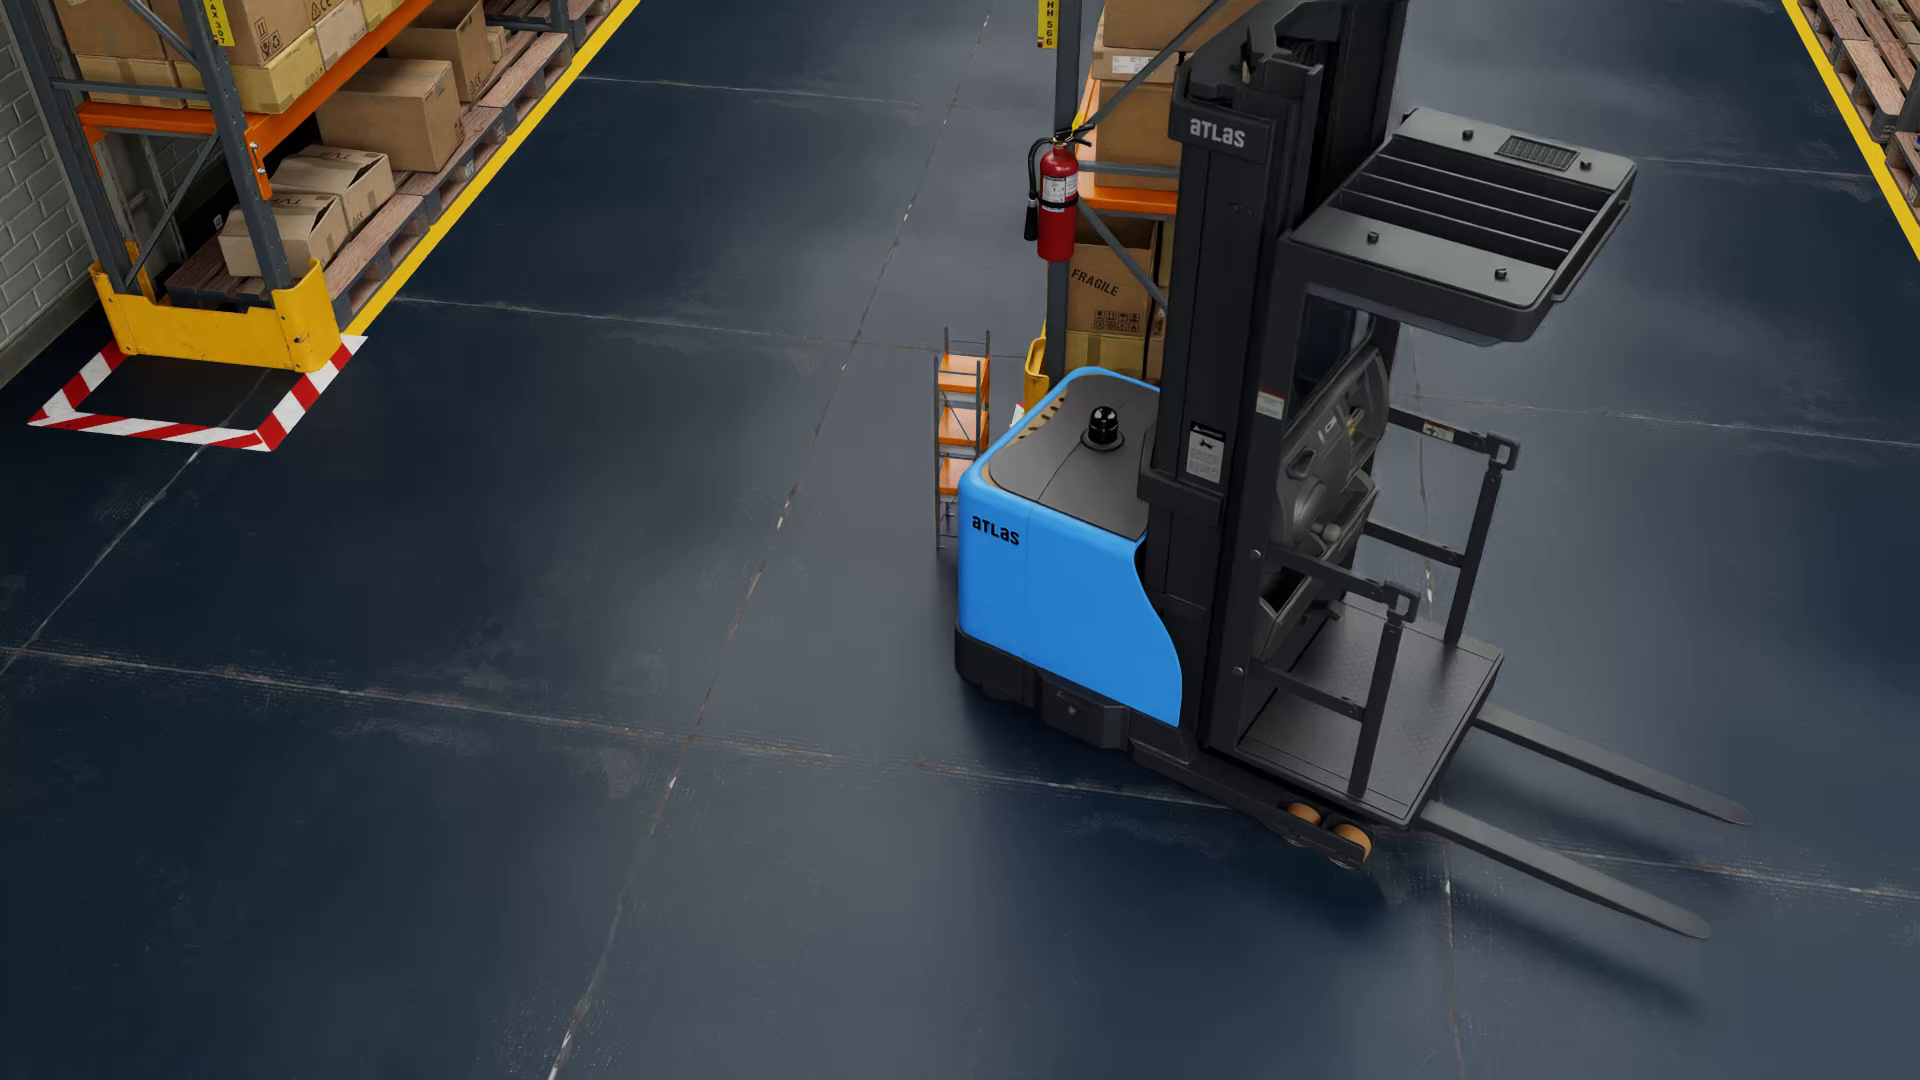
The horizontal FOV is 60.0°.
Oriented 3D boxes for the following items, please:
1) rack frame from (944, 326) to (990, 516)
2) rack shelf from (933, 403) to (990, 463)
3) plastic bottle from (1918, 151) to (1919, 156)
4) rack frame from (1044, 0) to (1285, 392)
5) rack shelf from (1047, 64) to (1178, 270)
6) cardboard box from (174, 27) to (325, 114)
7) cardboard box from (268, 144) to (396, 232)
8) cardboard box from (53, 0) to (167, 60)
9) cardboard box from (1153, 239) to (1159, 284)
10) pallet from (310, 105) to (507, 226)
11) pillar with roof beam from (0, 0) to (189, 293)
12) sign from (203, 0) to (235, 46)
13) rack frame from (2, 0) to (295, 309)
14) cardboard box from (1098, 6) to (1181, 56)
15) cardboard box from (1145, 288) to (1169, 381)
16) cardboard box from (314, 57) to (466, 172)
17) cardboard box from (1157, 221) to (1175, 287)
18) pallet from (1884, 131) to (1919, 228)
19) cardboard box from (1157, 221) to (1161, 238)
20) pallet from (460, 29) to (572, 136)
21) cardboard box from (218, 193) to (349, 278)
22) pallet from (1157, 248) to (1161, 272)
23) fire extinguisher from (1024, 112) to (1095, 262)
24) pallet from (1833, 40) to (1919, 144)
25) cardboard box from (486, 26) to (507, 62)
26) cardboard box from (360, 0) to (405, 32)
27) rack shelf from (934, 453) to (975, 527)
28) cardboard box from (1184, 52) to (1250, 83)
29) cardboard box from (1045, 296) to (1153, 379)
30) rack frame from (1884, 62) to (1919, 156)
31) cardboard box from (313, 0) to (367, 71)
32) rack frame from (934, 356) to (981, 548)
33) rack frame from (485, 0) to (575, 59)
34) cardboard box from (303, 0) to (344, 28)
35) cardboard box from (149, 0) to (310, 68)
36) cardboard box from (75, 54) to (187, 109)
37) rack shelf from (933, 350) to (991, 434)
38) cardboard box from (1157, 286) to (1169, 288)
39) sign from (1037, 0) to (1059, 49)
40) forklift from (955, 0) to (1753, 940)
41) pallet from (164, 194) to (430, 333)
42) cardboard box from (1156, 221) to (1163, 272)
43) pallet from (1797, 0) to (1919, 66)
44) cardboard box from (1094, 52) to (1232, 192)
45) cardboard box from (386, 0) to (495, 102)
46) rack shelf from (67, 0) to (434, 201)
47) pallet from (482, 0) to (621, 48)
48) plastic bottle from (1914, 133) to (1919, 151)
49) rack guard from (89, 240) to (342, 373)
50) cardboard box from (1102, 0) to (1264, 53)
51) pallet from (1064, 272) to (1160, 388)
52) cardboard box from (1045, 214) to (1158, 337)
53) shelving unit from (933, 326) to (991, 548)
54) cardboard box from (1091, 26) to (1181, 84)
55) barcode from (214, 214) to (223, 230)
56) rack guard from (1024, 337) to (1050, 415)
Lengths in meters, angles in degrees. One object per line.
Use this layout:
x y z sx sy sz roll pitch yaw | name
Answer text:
0.030 -0.515 7.549 0.200 1.050 0.008 6 40 8 | rack frame
0.009 -0.430 7.463 0.215 0.259 0.240 6 40 8 | rack shelf
5.978 -2.455 10.216 0.097 0.201 0.097 0 40 0 | plastic bottle
0.912 -1.617 7.352 1.000 3.000 0.127 6 40 8 | rack frame
1.258 -2.595 9.100 1.077 0.370 4.000 6 40 8 | rack shelf
-3.570 -2.382 8.380 0.500 0.250 0.500 5 40 6 | cardboard box
-3.661 -2.077 9.673 0.500 0.311 0.500 10 41 11 | cardboard box
-4.095 -2.720 8.199 0.500 0.500 0.500 6 40 7 | cardboard box
0.789 -1.404 8.922 0.500 0.250 0.500 6 40 8 | cardboard box
-3.566 -2.404 10.492 1.003 0.211 1.213 6 40 8 | pallet
-0.458 -4.533 6.171 9.100 9.000 0.400 6 40 8 | pillar with roof beam
-3.433 -2.435 7.662 0.100 0.325 0.005 6 40 8 | sign
-3.968 -2.161 8.010 1.000 3.000 0.127 6 40 8 | rack frame
0.834 -2.331 7.628 0.380 0.149 0.250 7 40 9 | cardboard box
1.224 -1.032 8.472 0.500 0.250 0.500 6 40 8 | cardboard box
-3.484 -2.604 10.163 0.700 0.500 0.500 4 40 5 | cardboard box
1.309 -1.635 8.613 0.500 0.500 0.500 6 40 8 | cardboard box
6.325 -2.088 10.109 1.003 0.211 1.213 6 40 8 | pallet
0.870 -2.007 9.063 0.500 0.500 0.500 6 40 8 | cardboard box
-3.357 -3.172 11.420 1.003 0.211 1.213 6 40 8 | pallet
-3.759 -1.719 9.240 0.500 0.311 0.500 2 40 3 | cardboard box
1.217 -1.791 9.750 1.003 0.211 1.213 6 40 8 | pallet
0.434 -1.565 7.349 0.296 0.674 0.183 6 40 8 | fire extinguisher
6.580 -3.002 11.215 1.003 0.211 1.213 6 40 8 | pallet
-3.338 -3.410 11.399 0.380 0.166 0.250 2 40 2 | cardboard box
-3.401 -3.029 9.162 0.500 0.250 0.500 6 40 7 | cardboard box
0.009 -0.216 7.640 0.215 0.259 0.240 6 40 8 | rack shelf
1.192 -2.128 7.383 0.380 0.149 0.250 6 40 7 | cardboard box
0.714 -1.089 8.541 0.500 0.250 0.500 6 40 8 | cardboard box
6.482 -3.579 9.725 1.000 3.000 0.127 6 40 8 | rack frame
-3.495 -2.710 8.776 0.500 0.250 0.500 5 40 6 | cardboard box
-0.012 -0.362 7.363 0.200 1.050 0.008 6 40 8 | rack frame
-3.275 -4.672 11.046 1.000 3.000 0.127 6 40 8 | rack frame
-3.494 -2.976 8.509 0.500 0.500 0.500 7 40 8 | cardboard box
-3.589 -2.667 8.135 0.500 0.500 0.500 6 40 8 | cardboard box
-4.078 -2.426 8.432 0.500 0.250 0.500 7 40 8 | cardboard box
0.009 -0.649 7.282 0.215 0.259 0.240 6 40 8 | rack shelf
1.307 -1.346 8.852 0.500 0.250 0.500 6 40 8 | cardboard box
0.380 -2.224 6.991 0.100 0.325 0.005 6 40 8 | sign
1.492 -0.284 5.794 3.031 2.935 1.130 22 45 25 | forklift
-3.779 -1.640 9.568 1.003 0.211 1.213 6 40 8 | pallet
0.873 -1.718 9.302 0.500 0.250 0.500 6 40 8 | cardboard box
6.789 -3.770 12.144 1.003 0.211 1.213 6 40 8 | pallet
1.005 -1.948 7.673 0.700 0.500 0.500 6 40 8 | cardboard box
-3.416 -3.222 10.910 0.500 0.500 0.500 4 40 4 | cardboard box
-3.621 -3.139 9.757 1.077 0.370 4.000 6 40 8 | rack shelf
-3.142 -4.086 12.526 1.003 0.211 1.213 6 40 8 | pallet
5.995 -2.546 10.271 0.097 0.271 0.097 0 40 0 | plastic bottle
-3.954 -1.246 8.864 1.175 0.500 0.348 6 40 8 | rack guard
1.015 -2.481 7.300 0.700 0.500 0.500 7 40 8 | cardboard box
1.003 -1.027 8.827 1.003 0.211 1.213 6 40 8 | pallet
0.712 -1.378 8.302 0.500 0.500 0.500 6 40 8 | cardboard box
0.009 -0.438 7.456 0.215 1.050 0.252 6 40 8 | shelving unit
0.790 -2.167 7.429 0.380 0.149 0.250 6 40 7 | cardboard box
-4.150 -1.778 9.304 0.001 0.075 0.075 6 40 8 | barcode
0.908 -0.639 8.131 1.175 0.500 0.348 6 40 8 | rack guard
